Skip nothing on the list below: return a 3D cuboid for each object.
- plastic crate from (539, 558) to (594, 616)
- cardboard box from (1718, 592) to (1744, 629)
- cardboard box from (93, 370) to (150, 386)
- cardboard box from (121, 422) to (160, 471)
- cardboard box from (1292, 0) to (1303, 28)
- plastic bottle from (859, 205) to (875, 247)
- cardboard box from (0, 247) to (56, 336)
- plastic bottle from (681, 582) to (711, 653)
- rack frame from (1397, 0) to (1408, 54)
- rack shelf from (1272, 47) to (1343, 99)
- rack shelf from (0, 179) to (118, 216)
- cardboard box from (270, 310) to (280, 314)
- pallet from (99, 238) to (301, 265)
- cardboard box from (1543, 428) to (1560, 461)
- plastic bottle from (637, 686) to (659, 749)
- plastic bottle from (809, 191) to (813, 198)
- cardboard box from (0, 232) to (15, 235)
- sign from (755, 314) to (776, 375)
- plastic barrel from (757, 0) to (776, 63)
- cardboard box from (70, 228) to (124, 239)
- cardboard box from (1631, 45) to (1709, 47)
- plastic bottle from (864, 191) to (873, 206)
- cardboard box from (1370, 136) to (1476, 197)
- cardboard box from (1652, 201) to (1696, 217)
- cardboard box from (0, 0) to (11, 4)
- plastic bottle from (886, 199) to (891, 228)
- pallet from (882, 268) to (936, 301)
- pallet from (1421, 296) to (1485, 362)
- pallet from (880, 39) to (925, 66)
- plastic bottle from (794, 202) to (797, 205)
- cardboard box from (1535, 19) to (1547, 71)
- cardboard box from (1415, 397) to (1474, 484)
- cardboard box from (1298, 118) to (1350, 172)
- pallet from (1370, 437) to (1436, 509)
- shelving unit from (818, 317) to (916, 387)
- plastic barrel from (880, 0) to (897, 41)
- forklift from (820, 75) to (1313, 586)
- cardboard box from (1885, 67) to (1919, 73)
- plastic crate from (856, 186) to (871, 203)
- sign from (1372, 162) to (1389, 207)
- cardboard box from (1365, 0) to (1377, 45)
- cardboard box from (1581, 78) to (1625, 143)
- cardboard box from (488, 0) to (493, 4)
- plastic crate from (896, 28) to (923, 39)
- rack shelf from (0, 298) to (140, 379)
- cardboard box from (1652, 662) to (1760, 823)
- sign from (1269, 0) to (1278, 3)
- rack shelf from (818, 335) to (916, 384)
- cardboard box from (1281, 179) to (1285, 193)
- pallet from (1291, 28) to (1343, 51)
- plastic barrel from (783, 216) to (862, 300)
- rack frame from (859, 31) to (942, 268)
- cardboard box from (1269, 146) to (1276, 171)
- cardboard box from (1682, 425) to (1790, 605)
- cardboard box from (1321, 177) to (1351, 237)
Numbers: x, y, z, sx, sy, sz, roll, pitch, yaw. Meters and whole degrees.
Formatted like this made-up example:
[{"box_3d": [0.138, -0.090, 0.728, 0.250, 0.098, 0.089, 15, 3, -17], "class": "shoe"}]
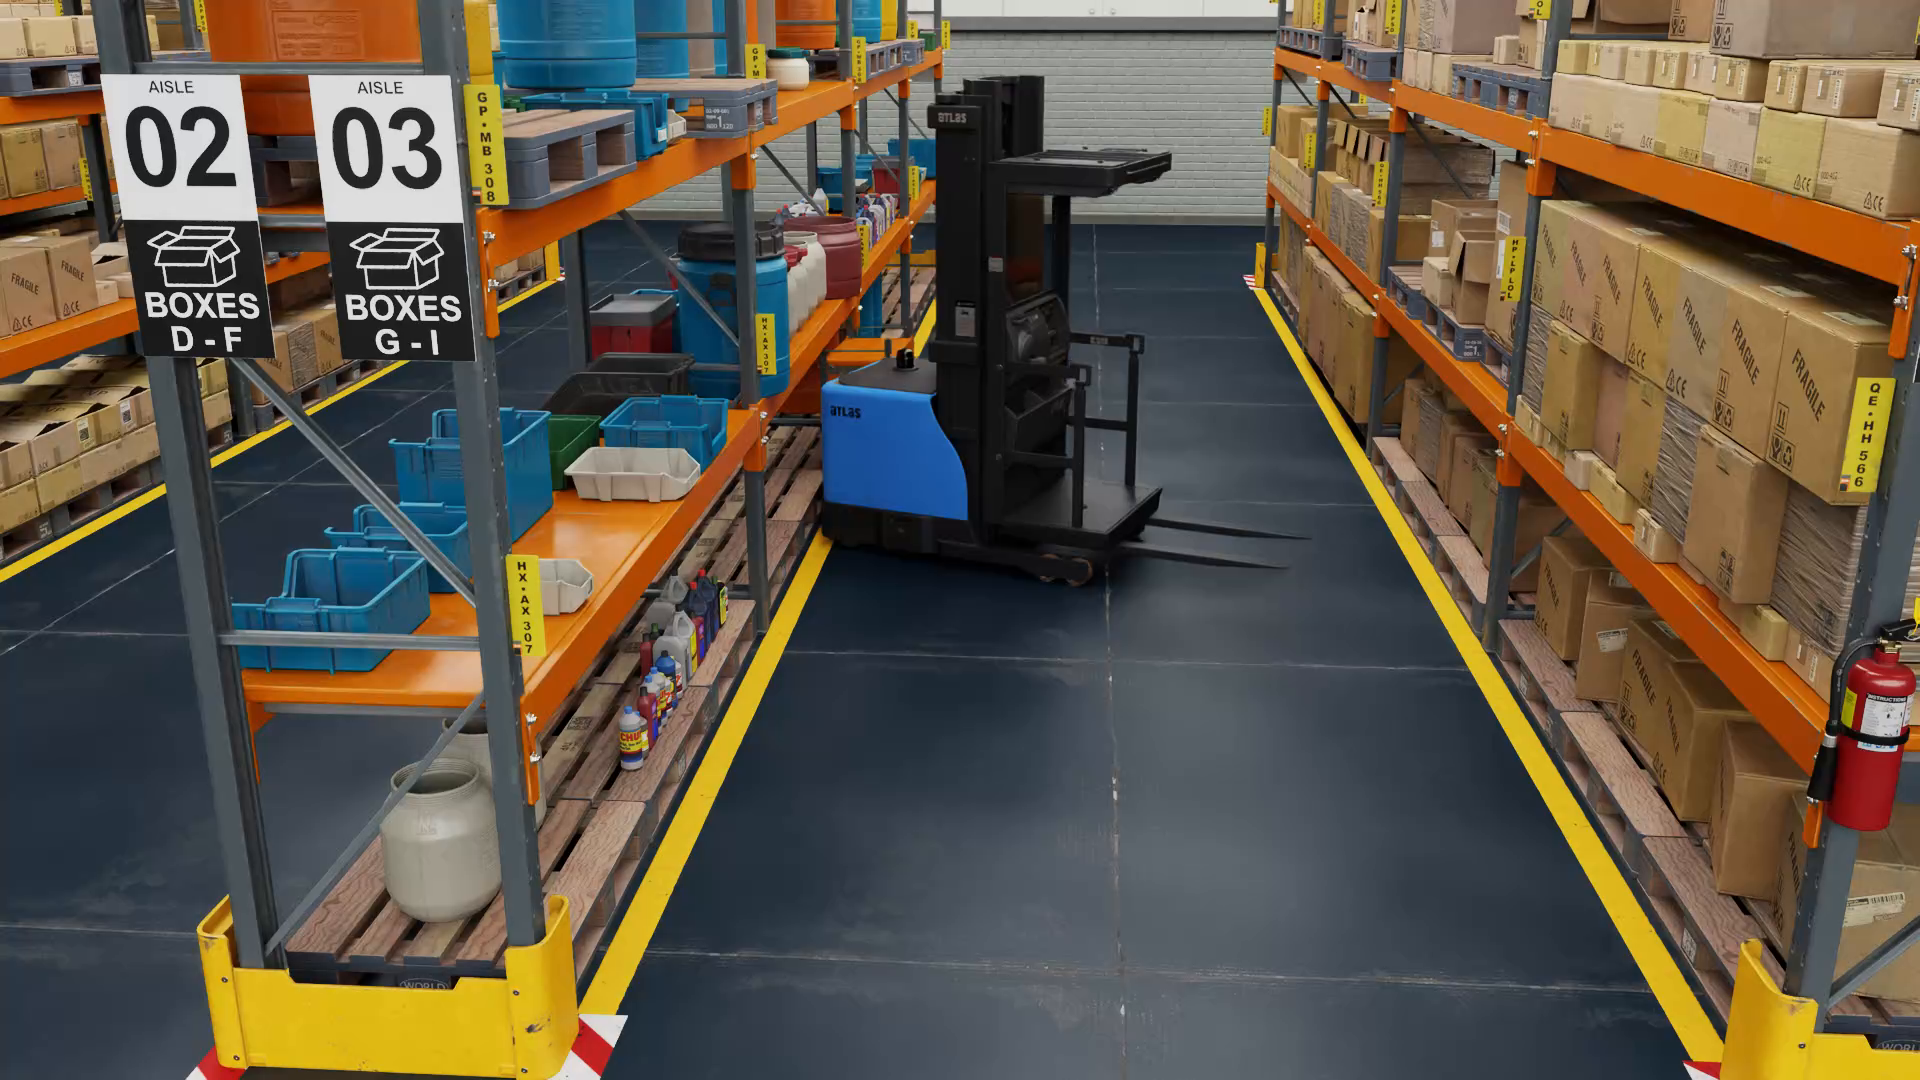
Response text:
[{"box_3d": [-1.481, 0.173, 6.002, 0.298, 0.136, 0.250, 1, 18, 4], "class": "plastic crate"}, {"box_3d": [2.907, 0.221, 5.834, 0.380, 0.149, 0.250, 1, 18, 4], "class": "cardboard box"}, {"box_3d": [-6.055, -1.108, 12.328, 0.500, 0.311, 0.500, 1, 18, 3], "class": "cardboard box"}, {"box_3d": [-6.100, -0.686, 11.941, 0.500, 0.250, 0.500, 2, 18, 5], "class": "cardboard box"}, {"box_3d": [4.077, -5.926, 18.378, 0.700, 0.500, 0.500, 1, 18, 2], "class": "cardboard box"}, {"box_3d": [-0.824, -2.751, 14.579, 0.144, 0.351, 0.185, 1, 18, 4], "class": "plastic bottle"}, {"box_3d": [-6.375, -1.641, 10.953, 0.500, 0.500, 0.500, 1, 18, 4], "class": "cardboard box"}, {"box_3d": [-1.352, 0.392, 8.458, 0.144, 0.351, 0.185, 0, 18, 1], "class": "plastic bottle"}, {"box_3d": [3.648, -4.907, 11.446, 1.000, 3.000, 0.127, 1, 18, 4], "class": "rack frame"}, {"box_3d": [4.078, -5.003, 17.712, 1.077, 0.370, 4.000, 1, 18, 4], "class": "rack shelf"}, {"box_3d": [-10.744, -3.909, 19.192, 1.077, 0.370, 4.000, 1, 18, 4], "class": "rack shelf"}, {"box_3d": [-6.362, -1.756, 14.772, 0.500, 0.500, 0.500, 1, 18, 2], "class": "cardboard box"}, {"box_3d": [-6.254, -2.399, 13.736, 1.213, 0.211, 1.003, 1, 18, 4], "class": "pallet"}, {"box_3d": [3.024, -0.479, 7.970, 0.380, 0.149, 0.250, 1, 18, 4], "class": "cardboard box"}, {"box_3d": [-1.391, 0.774, 7.400, 0.061, 0.283, 0.133, 2, 18, 5], "class": "plastic bottle"}, {"box_3d": [-1.458, -3.249, 16.209, 0.061, 0.283, 0.133, 1, 18, 4], "class": "plastic bottle"}, {"box_3d": [-10.886, -3.385, 18.734, 0.380, 0.149, 0.250, 1, 18, 2], "class": "cardboard box"}, {"box_3d": [-1.031, -1.040, 8.835, 0.100, 0.325, 0.005, 1, 18, 4], "class": "sign"}, {"box_3d": [-1.568, -3.580, 11.409, 0.600, 0.901, 0.600, 0, 18, 0], "class": "plastic barrel"}, {"box_3d": [-10.587, -3.509, 20.155, 0.700, 0.500, 0.500, 1, 18, 4], "class": "cardboard box"}, {"box_3d": [3.064, -2.018, 7.047, 0.380, 0.149, 0.250, 2, 18, 6], "class": "cardboard box"}, {"box_3d": [-0.889, -3.096, 15.633, 0.144, 0.351, 0.185, 1, 18, 4], "class": "plastic bottle"}, {"box_3d": [3.766, -3.009, 13.518, 0.797, 0.503, 0.637, 2, 18, 5], "class": "cardboard box"}, {"box_3d": [3.603, -1.332, 7.926, 0.500, 0.500, 0.500, 1, 18, 4], "class": "cardboard box"}, {"box_3d": [-10.526, -5.962, 17.687, 0.500, 0.500, 0.500, 1, 18, 3], "class": "cardboard box"}, {"box_3d": [-0.738, -3.107, 15.786, 0.152, 0.276, 0.135, 1, 18, 4], "class": "plastic bottle"}, {"box_3d": [-0.817, -3.071, 19.956, 1.003, 0.211, 1.213, 1, 18, 4], "class": "pallet"}, {"box_3d": [3.547, -1.349, 10.531, 1.003, 0.211, 1.213, 1, 18, 4], "class": "pallet"}, {"box_3d": [-0.964, -4.499, 15.322, 1.213, 0.211, 1.003, 1, 18, 4], "class": "pallet"}, {"box_3d": [-1.521, -2.973, 15.367, 0.061, 0.283, 0.133, 1, 18, 4], "class": "plastic bottle"}, {"box_3d": [3.329, -2.669, 8.975, 0.396, 0.266, 0.258, 2, 18, 6], "class": "cardboard box"}, {"box_3d": [3.593, -0.696, 11.538, 0.700, 0.500, 0.500, 0, 18, -1], "class": "cardboard box"}, {"box_3d": [3.741, -4.029, 16.960, 0.500, 0.500, 0.500, 1, 18, 4], "class": "cardboard box"}, {"box_3d": [3.590, -0.488, 12.074, 1.003, 0.211, 1.213, 1, 18, 4], "class": "pallet"}, {"box_3d": [-0.644, -0.971, 12.011, 0.538, 1.125, 1.048, 0, 16, 7], "class": "shelving unit"}, {"box_3d": [-0.869, -4.835, 15.068, 0.600, 0.588, 0.600, 0, 18, 0], "class": "plastic barrel"}, {"box_3d": [0.664, -1.304, 10.195, 3.031, 2.935, 1.130, 8, 20, 23], "class": "forklift"}, {"box_3d": [2.919, -1.286, 4.815, 0.380, 0.149, 0.250, 1, 18, 2], "class": "cardboard box"}, {"box_3d": [-1.193, -3.660, 17.622, 0.437, 0.125, 0.590, 1, 18, 4], "class": "plastic crate"}, {"box_3d": [3.094, -2.618, 12.235, 0.100, 0.325, 0.005, 1, 18, 4], "class": "sign"}, {"box_3d": [3.773, -4.365, 13.769, 0.797, 0.503, 0.637, 1, 18, 3], "class": "cardboard box"}, {"box_3d": [3.040, -1.869, 7.234, 0.500, 0.250, 0.500, 1, 18, 3], "class": "cardboard box"}, {"box_3d": [-5.800, -6.398, 19.047, 0.700, 0.500, 0.500, 1, 18, 4], "class": "cardboard box"}, {"box_3d": [-0.643, -5.152, 17.221, 0.497, 0.269, 0.590, 1, 18, 4], "class": "plastic crate"}, {"box_3d": [-6.376, -1.315, 11.275, 1.077, 0.370, 4.000, 1, 18, 4], "class": "rack shelf"}, {"box_3d": [3.208, 0.843, 6.873, 0.500, 0.500, 0.500, 3, 18, 9], "class": "cardboard box"}, {"box_3d": [3.668, -6.433, 19.391, 0.100, 0.325, 0.005, 1, 18, 4], "class": "sign"}, {"box_3d": [-0.652, -1.252, 11.930, 0.538, 0.278, 1.000, 0, 16, 7], "class": "rack shelf"}, {"box_3d": [3.777, -3.919, 18.469, 0.380, 0.149, 0.250, 1, 18, 3], "class": "cardboard box"}, {"box_3d": [4.094, -5.313, 17.646, 1.003, 0.211, 1.213, 1, 18, 4], "class": "pallet"}, {"box_3d": [-1.024, -2.080, 12.236, 0.600, 0.536, 0.708, 1, 18, 4], "class": "plastic barrel"}, {"box_3d": [-0.719, -4.651, 20.300, 1.000, 3.000, 0.127, 1, 18, 4], "class": "rack frame"}, {"box_3d": [3.918, -4.468, 19.503, 0.500, 0.250, 0.500, 1, 18, 2], "class": "cardboard box"}, {"box_3d": [3.057, -0.088, 5.737, 0.875, 0.500, 0.500, 1, 18, 4], "class": "cardboard box"}, {"box_3d": [3.617, -3.052, 15.260, 0.500, 0.500, 0.500, 1, 18, 4], "class": "cardboard box"}]
